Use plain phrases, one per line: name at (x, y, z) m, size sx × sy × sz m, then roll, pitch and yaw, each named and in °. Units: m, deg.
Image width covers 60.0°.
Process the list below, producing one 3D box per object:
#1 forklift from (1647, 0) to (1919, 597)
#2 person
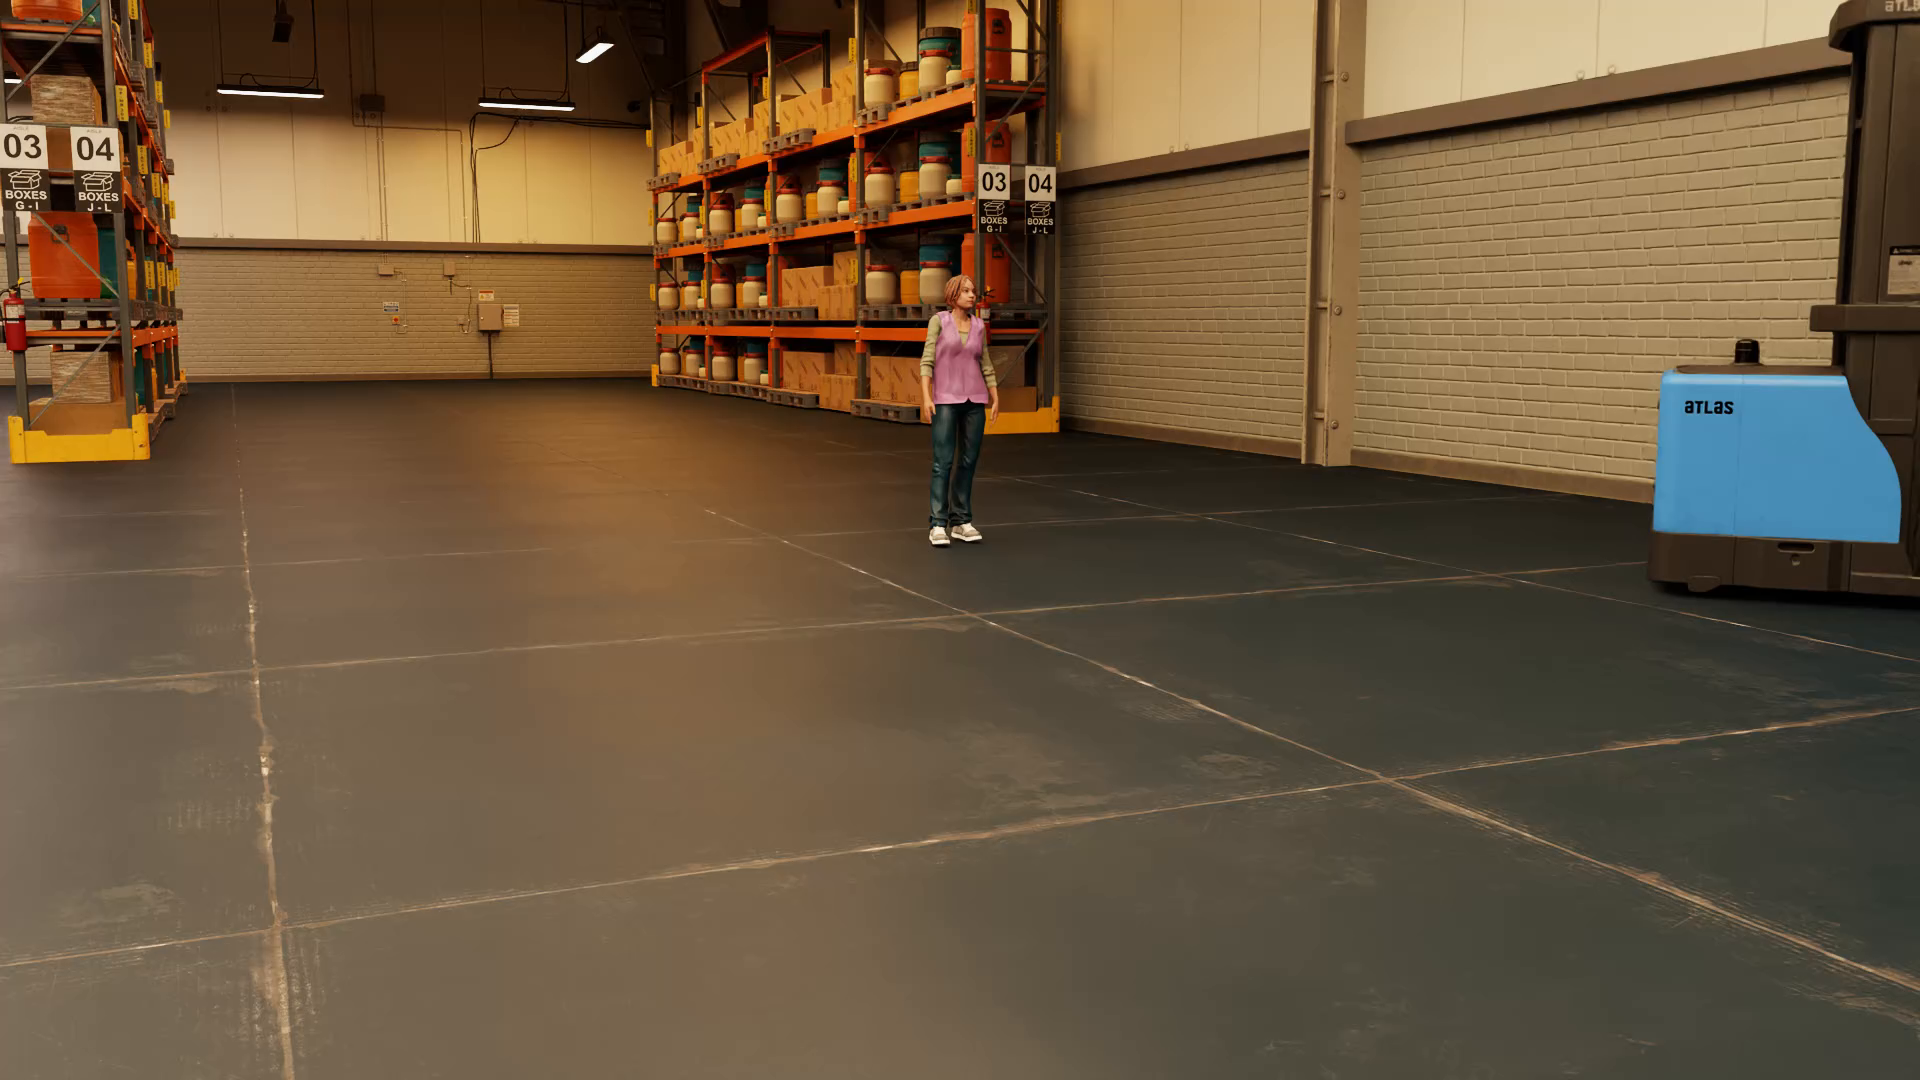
forklift at (4.944, -1.169, 7.804) m, size 3.031 × 2.935 × 1.130 m, roll 3°, pitch 8°, yaw 23°
person at (0.017, -0.789, 9.975) m, size 0.520 × 1.599 × 0.473 m, roll -3°, pitch 8°, yaw -23°
